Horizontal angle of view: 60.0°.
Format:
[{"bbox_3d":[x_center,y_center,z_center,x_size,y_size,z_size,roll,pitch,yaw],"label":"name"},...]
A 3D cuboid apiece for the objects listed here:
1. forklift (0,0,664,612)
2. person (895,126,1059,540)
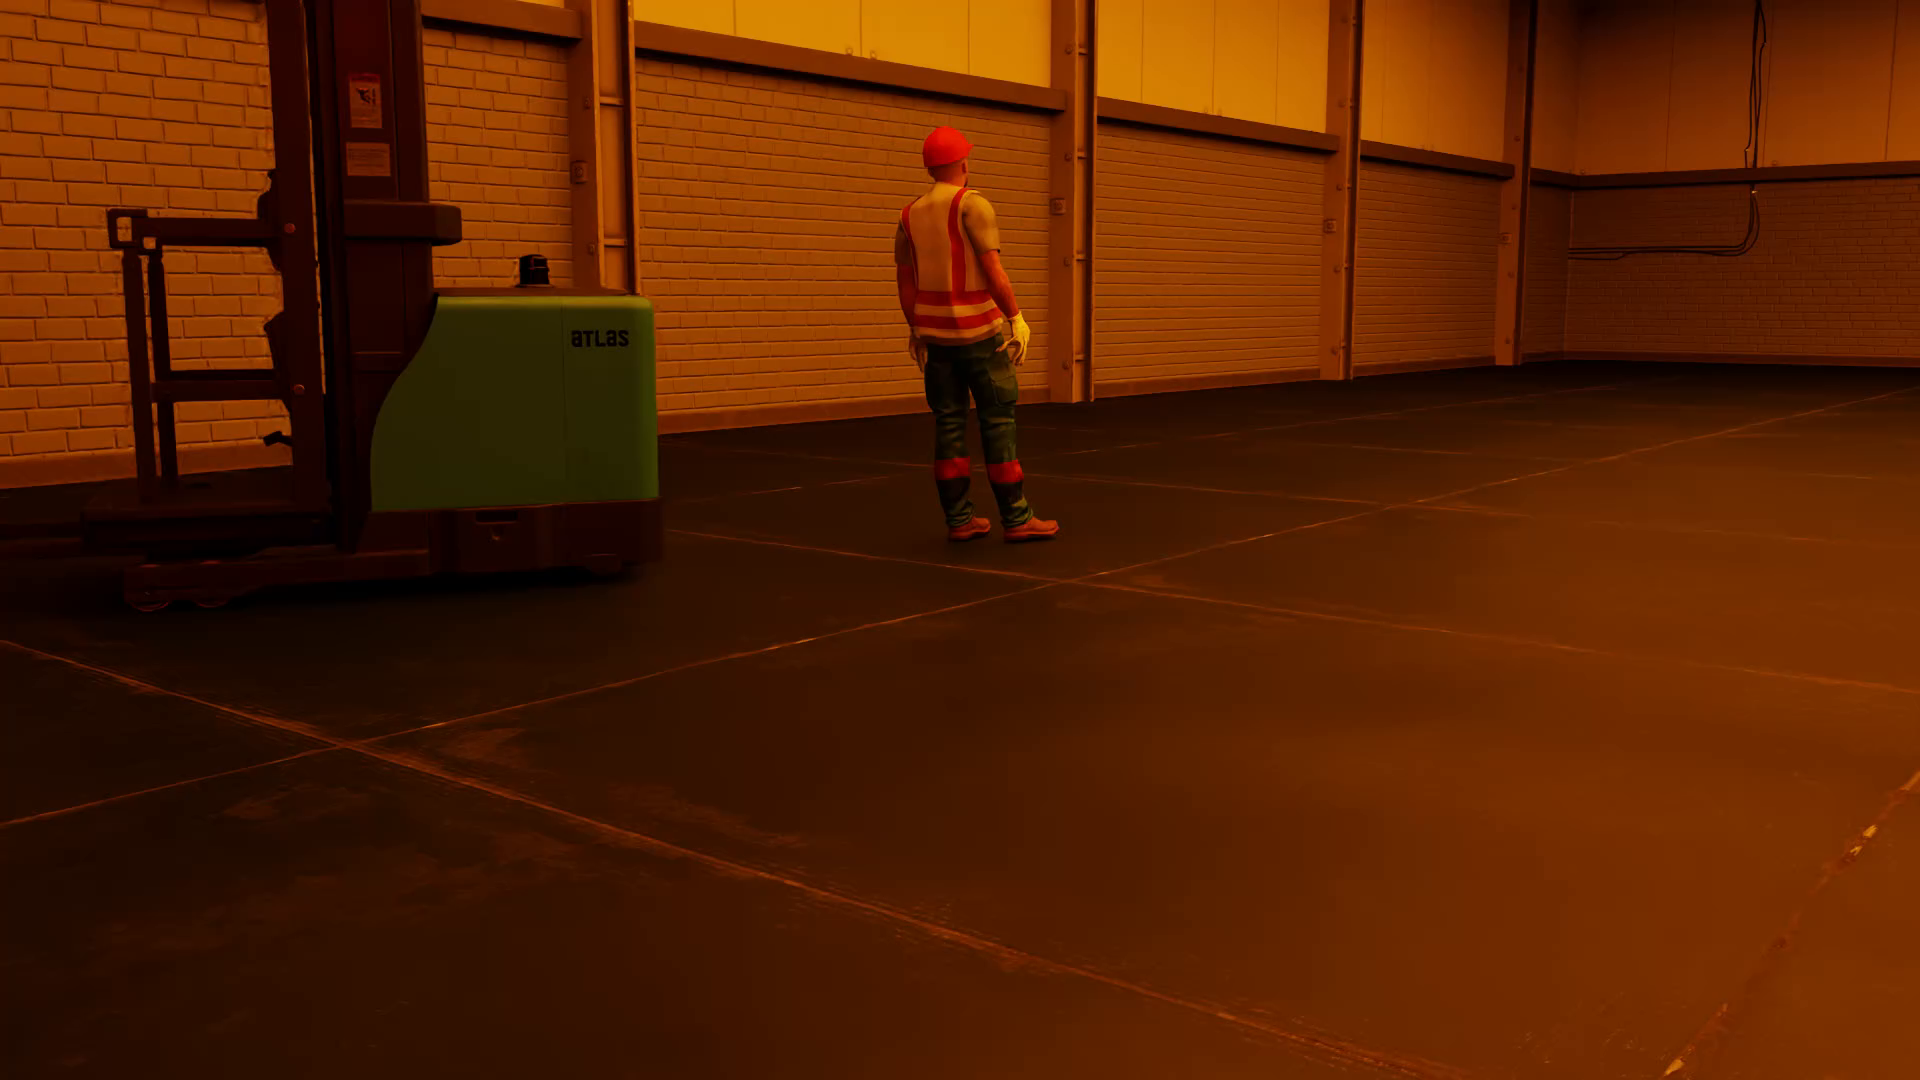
[{"bbox_3d":[-2.715,-1.289,6.094,3.031,2.935,1.130,-3,9,-21],"label":"forklift"},{"bbox_3d":[0.060,-0.901,7.329,0.637,1.790,0.562,7,11,38],"label":"person"}]
